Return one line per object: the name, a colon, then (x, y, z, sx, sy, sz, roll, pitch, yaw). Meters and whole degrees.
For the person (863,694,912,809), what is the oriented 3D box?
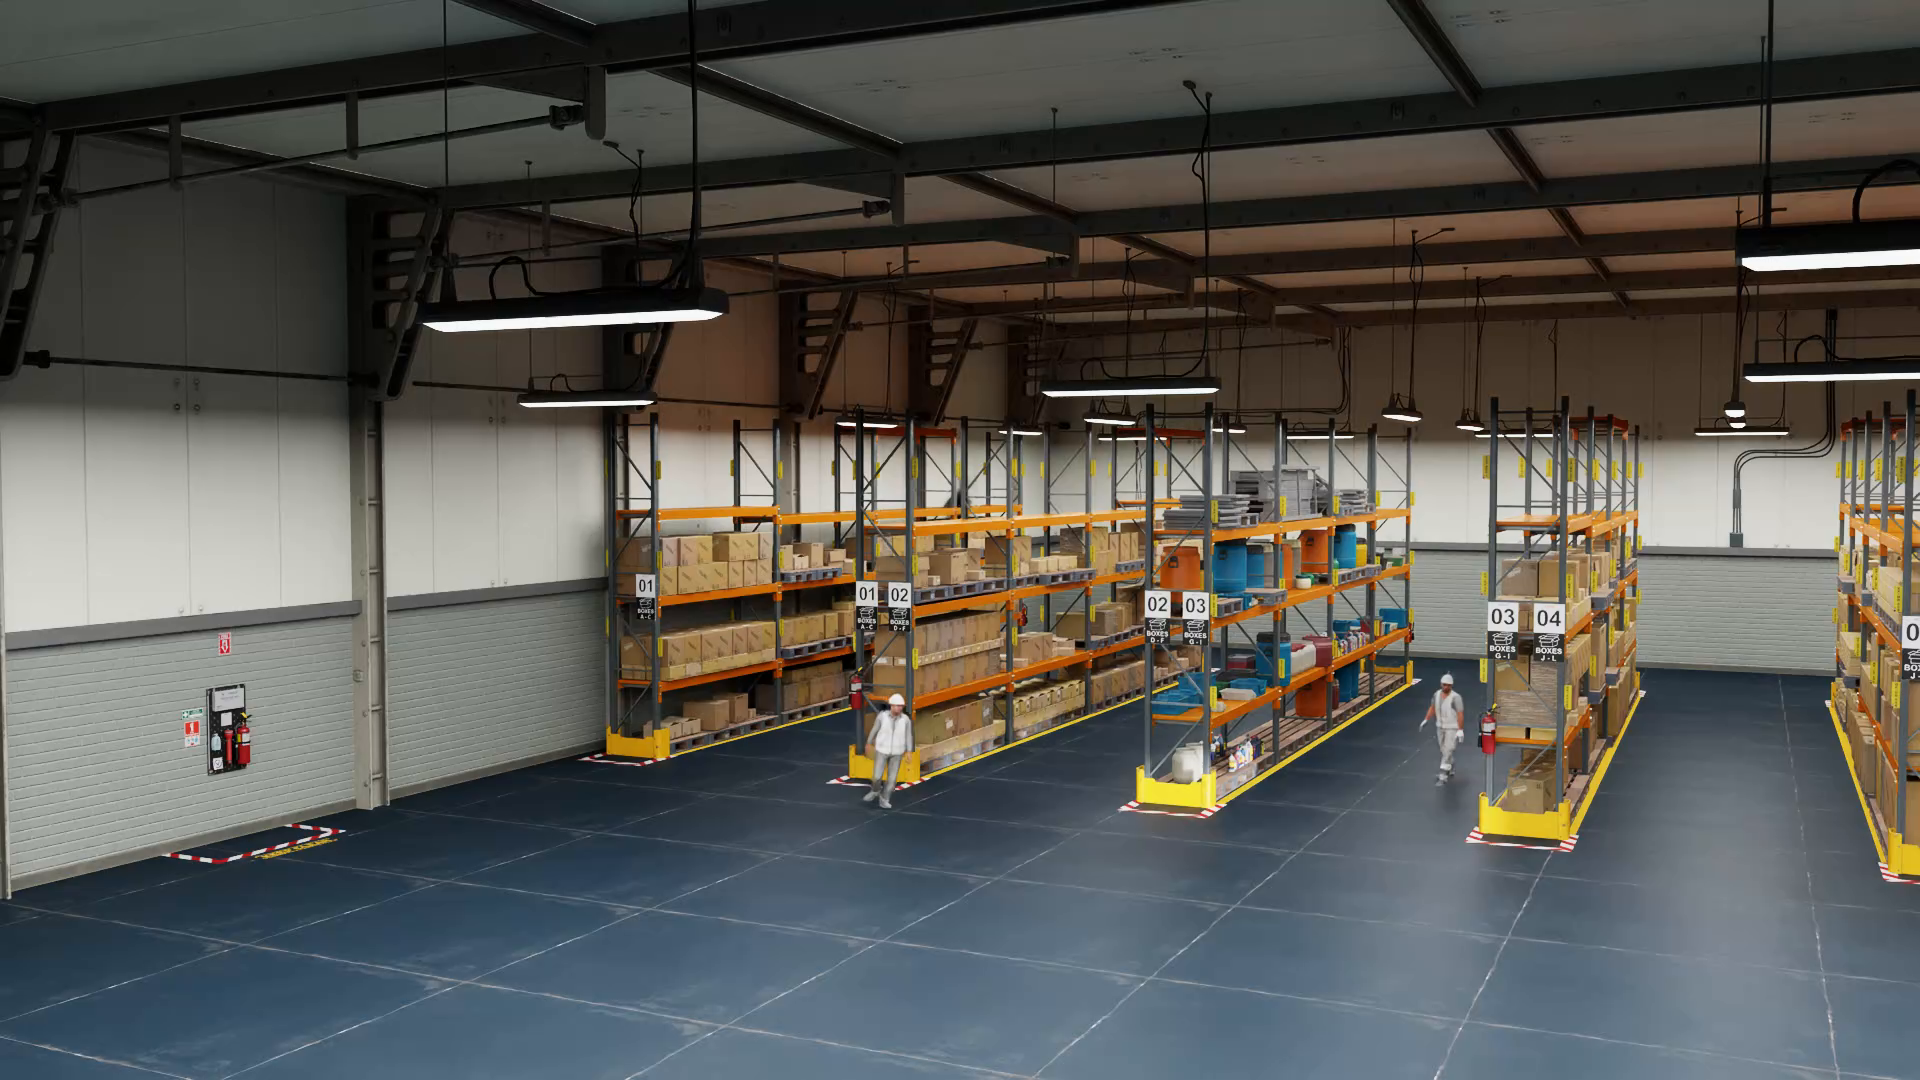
person: (-1.068, 3.113, 24.522, 0.689, 1.723, 0.619, 0, 2, -12)

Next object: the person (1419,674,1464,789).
person: (7.706, 3.012, 26.480, 0.770, 1.774, 0.743, -1, 3, -30)

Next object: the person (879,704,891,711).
person: (-1.447, 2.838, 32.809, 0.520, 1.536, 0.775, 1, 3, 22)
